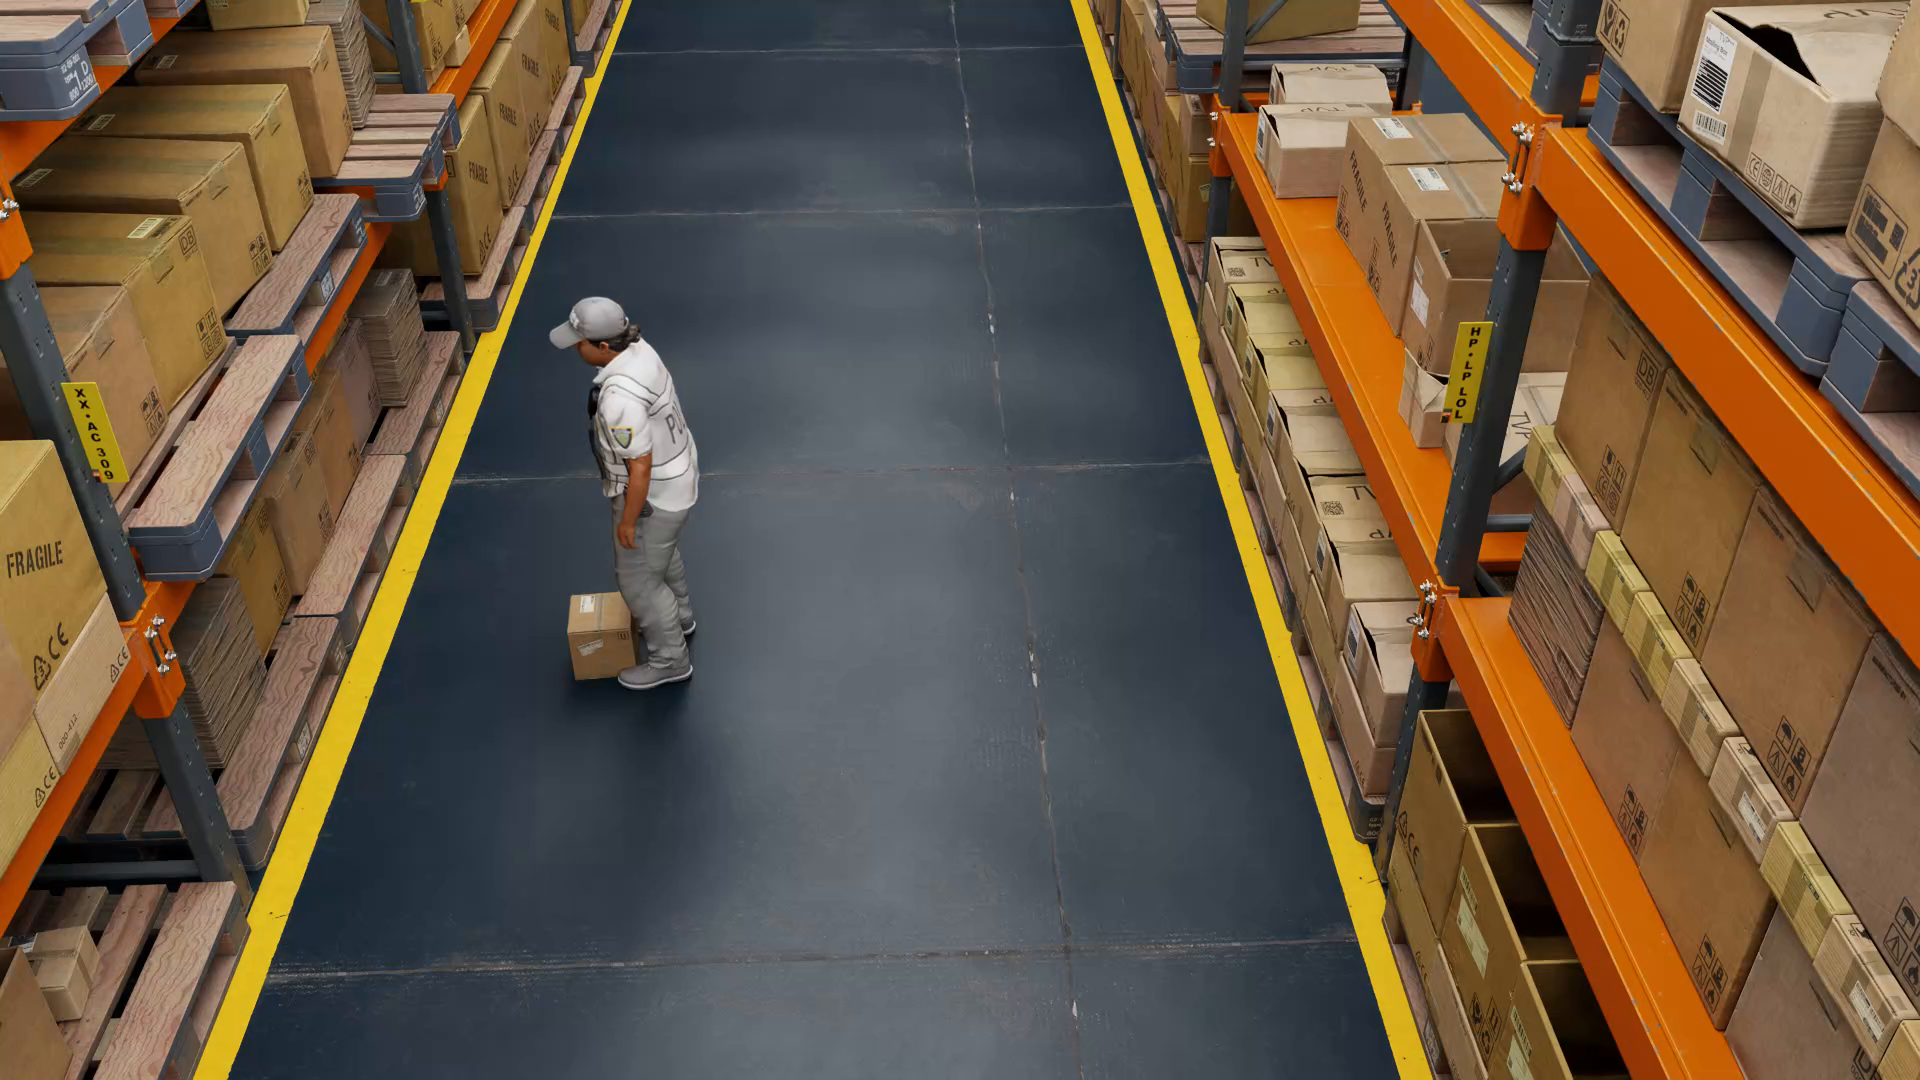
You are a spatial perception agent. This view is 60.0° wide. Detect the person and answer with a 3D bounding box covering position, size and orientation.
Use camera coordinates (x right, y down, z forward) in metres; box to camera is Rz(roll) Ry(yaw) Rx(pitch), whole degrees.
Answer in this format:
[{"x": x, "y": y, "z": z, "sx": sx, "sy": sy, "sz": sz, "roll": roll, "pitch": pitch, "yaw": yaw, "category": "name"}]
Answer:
[{"x": -1.241, "y": -0.195, "z": 6.413, "sx": 0.469, "sy": 1.666, "sz": 0.542, "roll": -2, "pitch": 35, "yaw": -2, "category": "person"}]
